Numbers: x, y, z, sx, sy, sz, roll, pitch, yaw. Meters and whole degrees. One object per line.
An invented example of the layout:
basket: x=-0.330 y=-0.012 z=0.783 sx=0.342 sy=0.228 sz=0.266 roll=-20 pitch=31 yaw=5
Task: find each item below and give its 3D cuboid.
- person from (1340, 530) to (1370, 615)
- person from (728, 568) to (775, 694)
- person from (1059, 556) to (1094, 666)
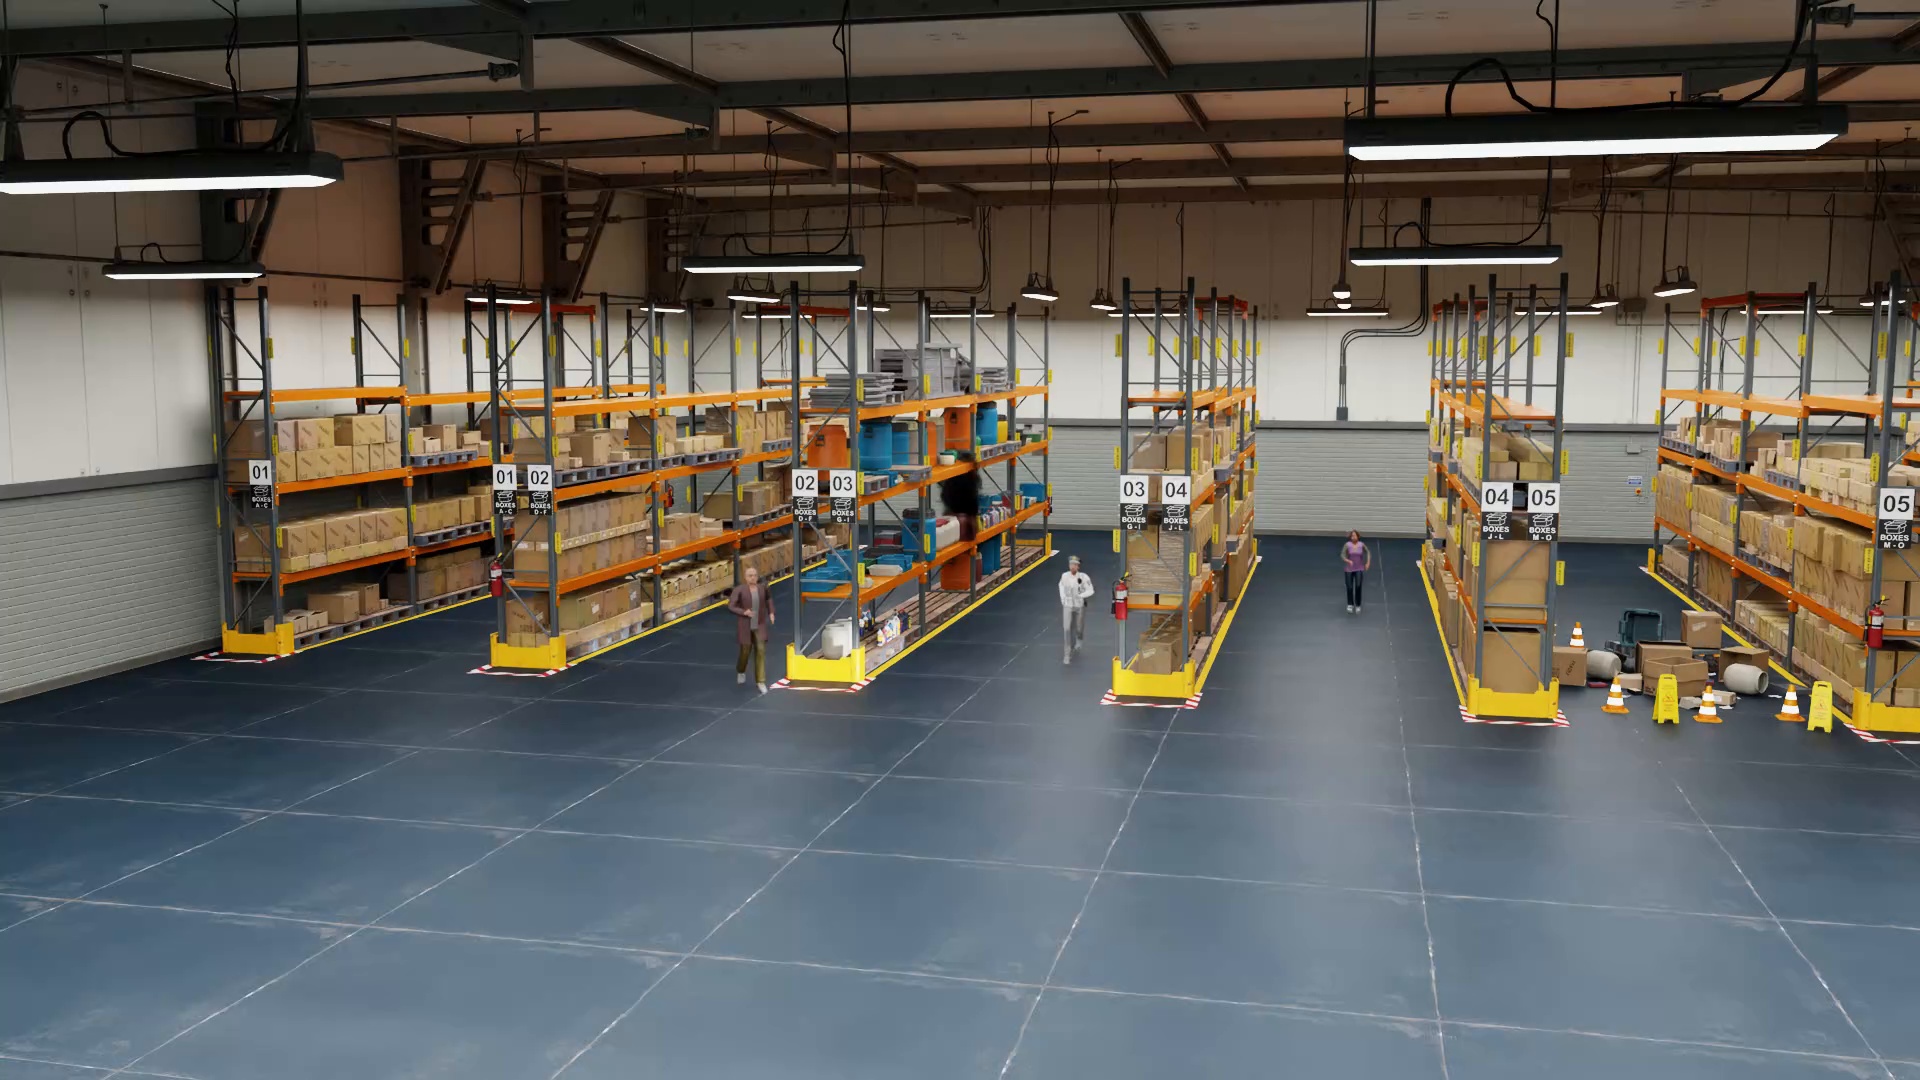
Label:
person: x=7.455 y=0.620 z=31.392 sx=0.564 sy=1.631 sz=0.676 roll=1 pitch=7 yaw=11
person: x=-3.064 y=1.302 z=24.480 sx=0.739 sy=1.810 sz=0.938 roll=-3 pitch=7 yaw=-22
person: x=1.868 y=1.103 z=26.767 sx=0.580 sy=1.727 sz=1.003 roll=1 pitch=7 yaw=8
